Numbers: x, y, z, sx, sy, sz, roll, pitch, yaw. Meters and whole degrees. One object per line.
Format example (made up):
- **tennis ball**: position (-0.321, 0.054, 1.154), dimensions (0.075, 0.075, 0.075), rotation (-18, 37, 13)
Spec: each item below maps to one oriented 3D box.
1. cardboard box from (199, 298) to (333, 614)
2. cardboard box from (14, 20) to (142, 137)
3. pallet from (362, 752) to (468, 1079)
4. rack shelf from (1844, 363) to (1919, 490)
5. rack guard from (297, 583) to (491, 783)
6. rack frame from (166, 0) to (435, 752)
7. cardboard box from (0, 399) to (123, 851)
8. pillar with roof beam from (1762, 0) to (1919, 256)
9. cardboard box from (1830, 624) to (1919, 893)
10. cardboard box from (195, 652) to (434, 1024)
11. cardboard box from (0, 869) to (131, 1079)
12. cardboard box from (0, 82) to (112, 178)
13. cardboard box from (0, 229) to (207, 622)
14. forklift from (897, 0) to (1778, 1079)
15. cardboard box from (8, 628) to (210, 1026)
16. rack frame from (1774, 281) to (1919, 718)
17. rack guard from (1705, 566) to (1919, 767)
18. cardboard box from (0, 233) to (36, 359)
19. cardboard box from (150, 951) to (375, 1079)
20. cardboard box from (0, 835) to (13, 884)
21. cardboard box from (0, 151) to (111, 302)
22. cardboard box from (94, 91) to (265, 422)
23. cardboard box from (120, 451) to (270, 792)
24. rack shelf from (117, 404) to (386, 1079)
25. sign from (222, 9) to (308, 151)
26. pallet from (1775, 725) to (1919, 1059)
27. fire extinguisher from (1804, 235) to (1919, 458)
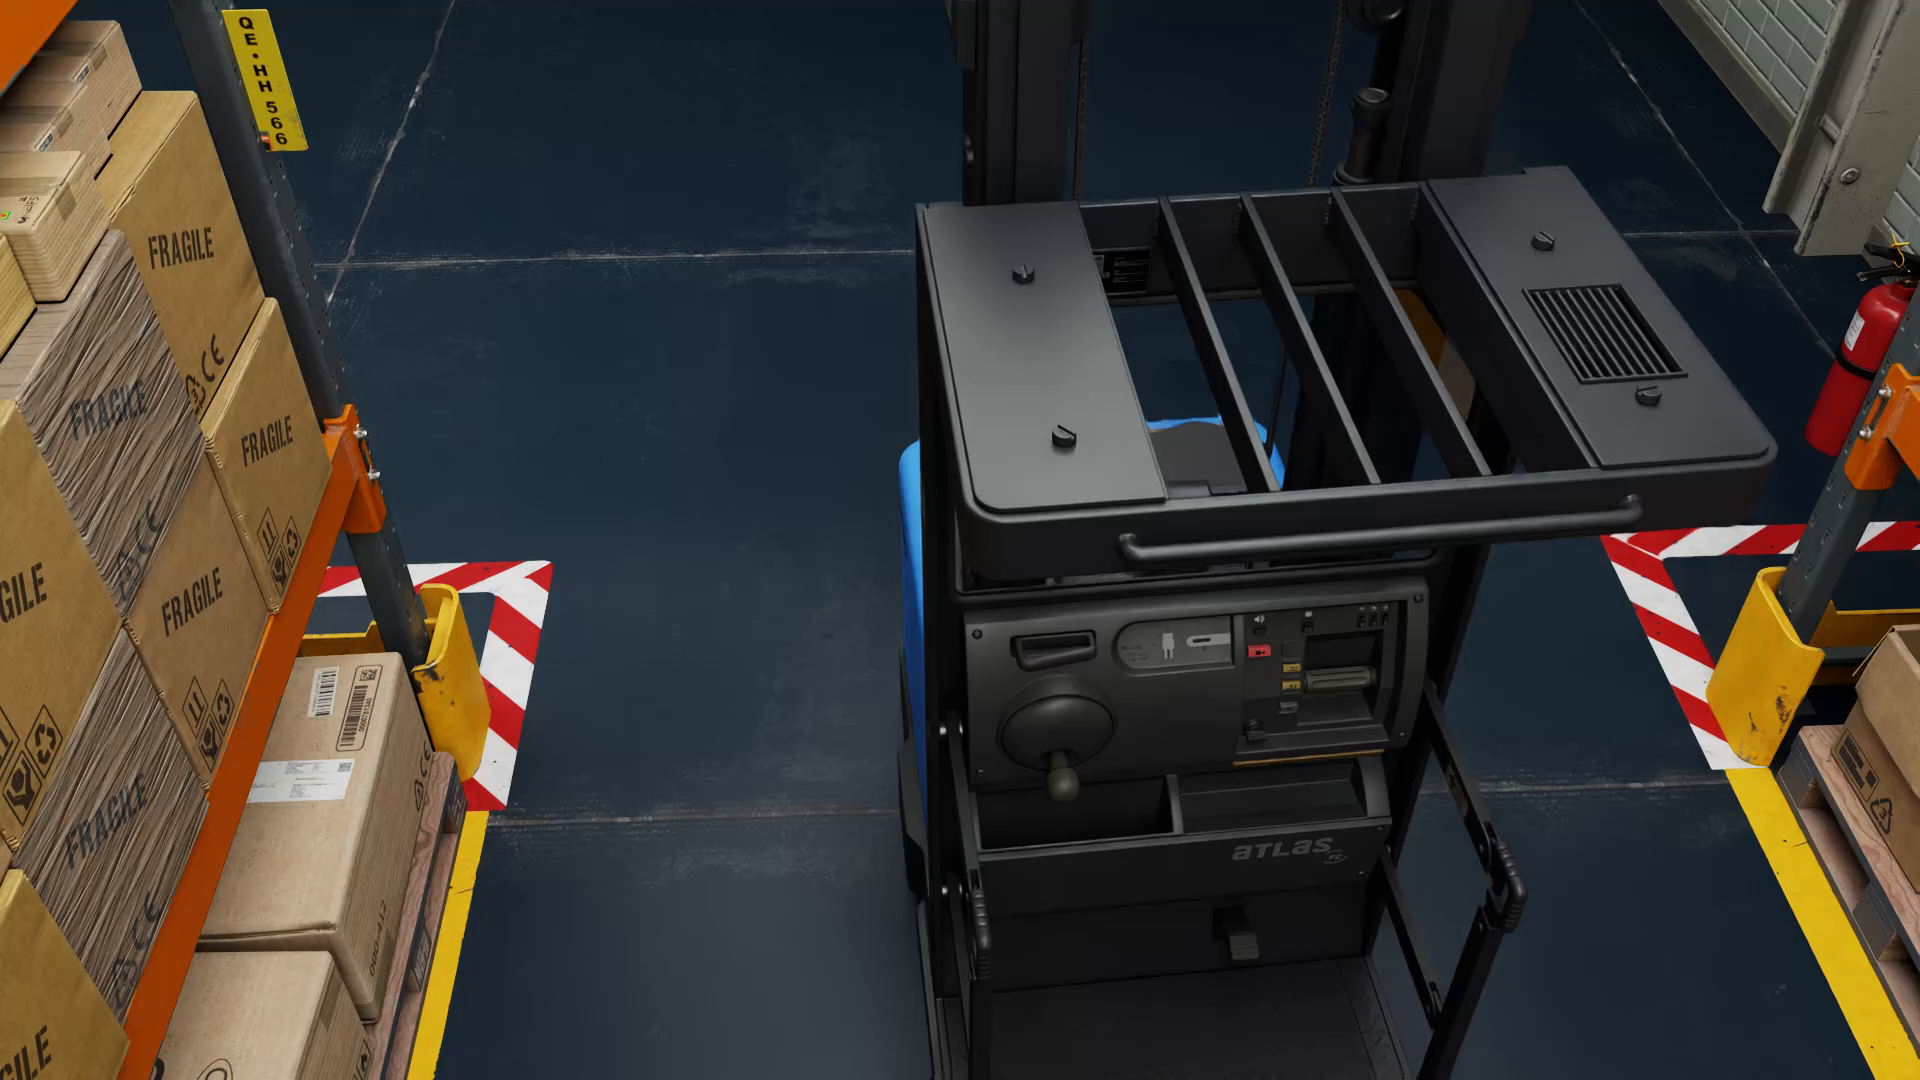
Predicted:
- **cardboard box**: position (-1.750, -0.181, 3.653), dimensions (0.500, 0.500, 0.500), rotation (-1, 43, -2)
- **cardboard box**: position (-1.820, -0.870, 3.185), dimensions (0.380, 0.149, 0.250), rotation (-1, 43, -1)
- **pallet**: position (-1.923, 1.104, 4.390), dimensions (1.003, 0.211, 1.213), rotation (-2, 43, -2)
- **rack shelf**: position (3.009, 1.009, 2.962), dimensions (1.077, 0.370, 4.000), rotation (-2, 43, -2)
- **rack guard**: position (-2.036, 0.443, 4.896), dimensions (1.175, 0.500, 0.348), rotation (-2, 43, -2)
- **rack frame**: position (-2.035, -0.462, 4.034), dimensions (1.000, 3.000, 0.127), rotation (-2, 43, -2)
- **cardboard box**: position (-1.708, 0.137, 2.566), dimensions (0.500, 0.500, 0.500), rotation (-2, 43, -2)
- **pillar with roof beam**: position (-0.591, -4.541, 4.044), dimensions (9.100, 9.000, 0.400), rotation (-2, 43, -2)
- **cardboard box**: position (2.855, 0.574, 4.440), dimensions (0.797, 0.503, 0.637), rotation (-3, 43, -3)
- **cardboard box**: position (-1.907, 0.771, 4.275), dimensions (0.875, 0.438, 0.875), rotation (-3, 43, -3)
- **cardboard box**: position (-1.677, 0.854, 2.525), dimensions (0.500, 0.500, 0.500), rotation (0, 43, -1)
- **cardboard box**: position (-1.785, -0.699, 2.999), dimensions (0.380, 0.149, 0.250), rotation (-1, 43, -1)
- **cardboard box**: position (-1.725, -0.197, 2.931), dimensions (0.500, 0.500, 0.500), rotation (-2, 43, -2)
- **forklift**: position (0.500, 0.385, 3.161), dimensions (1.130, 2.935, 3.031), rotation (-4, 43, -5)
- **cardboard box**: position (-1.712, 0.506, 2.905), dimensions (0.500, 0.500, 0.500), rotation (-1, 43, -1)
- **rack frame**: position (2.924, -0.607, 4.192), dimensions (1.000, 3.000, 0.127), rotation (-2, 43, -2)
- **rack guard**: position (2.927, 0.366, 4.981), dimensions (1.175, 0.500, 0.348), rotation (-2, 43, -2)
- **cardboard box**: position (-1.720, -0.356, 2.625), dimensions (0.380, 0.149, 0.250), rotation (-1, 43, -1)
- **cardboard box**: position (-1.860, 1.388, 3.601), dimensions (0.875, 0.438, 0.875), rotation (-1, 43, -1)
- **cardboard box**: position (-1.688, 0.477, 2.196), dimensions (0.500, 0.500, 0.500), rotation (-2, 43, -2)
- **cardboard box**: position (-1.690, -0.527, 2.811), dimensions (0.380, 0.149, 0.250), rotation (-2, 43, -2)
- **cardboard box**: position (-1.777, -0.549, 3.315), dimensions (0.500, 0.500, 0.500), rotation (0, 43, 0)
- **cardboard box**: position (-1.744, 0.159, 3.283), dimensions (0.500, 0.500, 0.500), rotation (-2, 43, -3)
- **rack shelf**: position (-1.950, 1.154, 2.804), dimensions (1.077, 0.370, 4.000), rotation (-2, 43, -2)
- **sign**: position (-1.492, -0.982, 3.569), dimensions (0.100, 0.325, 0.005), rotation (-2, 43, -2)
- **pallet**: position (2.962, 1.011, 4.491), dimensions (1.003, 0.211, 1.213), rotation (-2, 43, -2)
- **fire extinguisher**: position (2.456, -0.527, 4.438), dimensions (0.296, 0.674, 0.183), rotation (-2, 43, -2)
